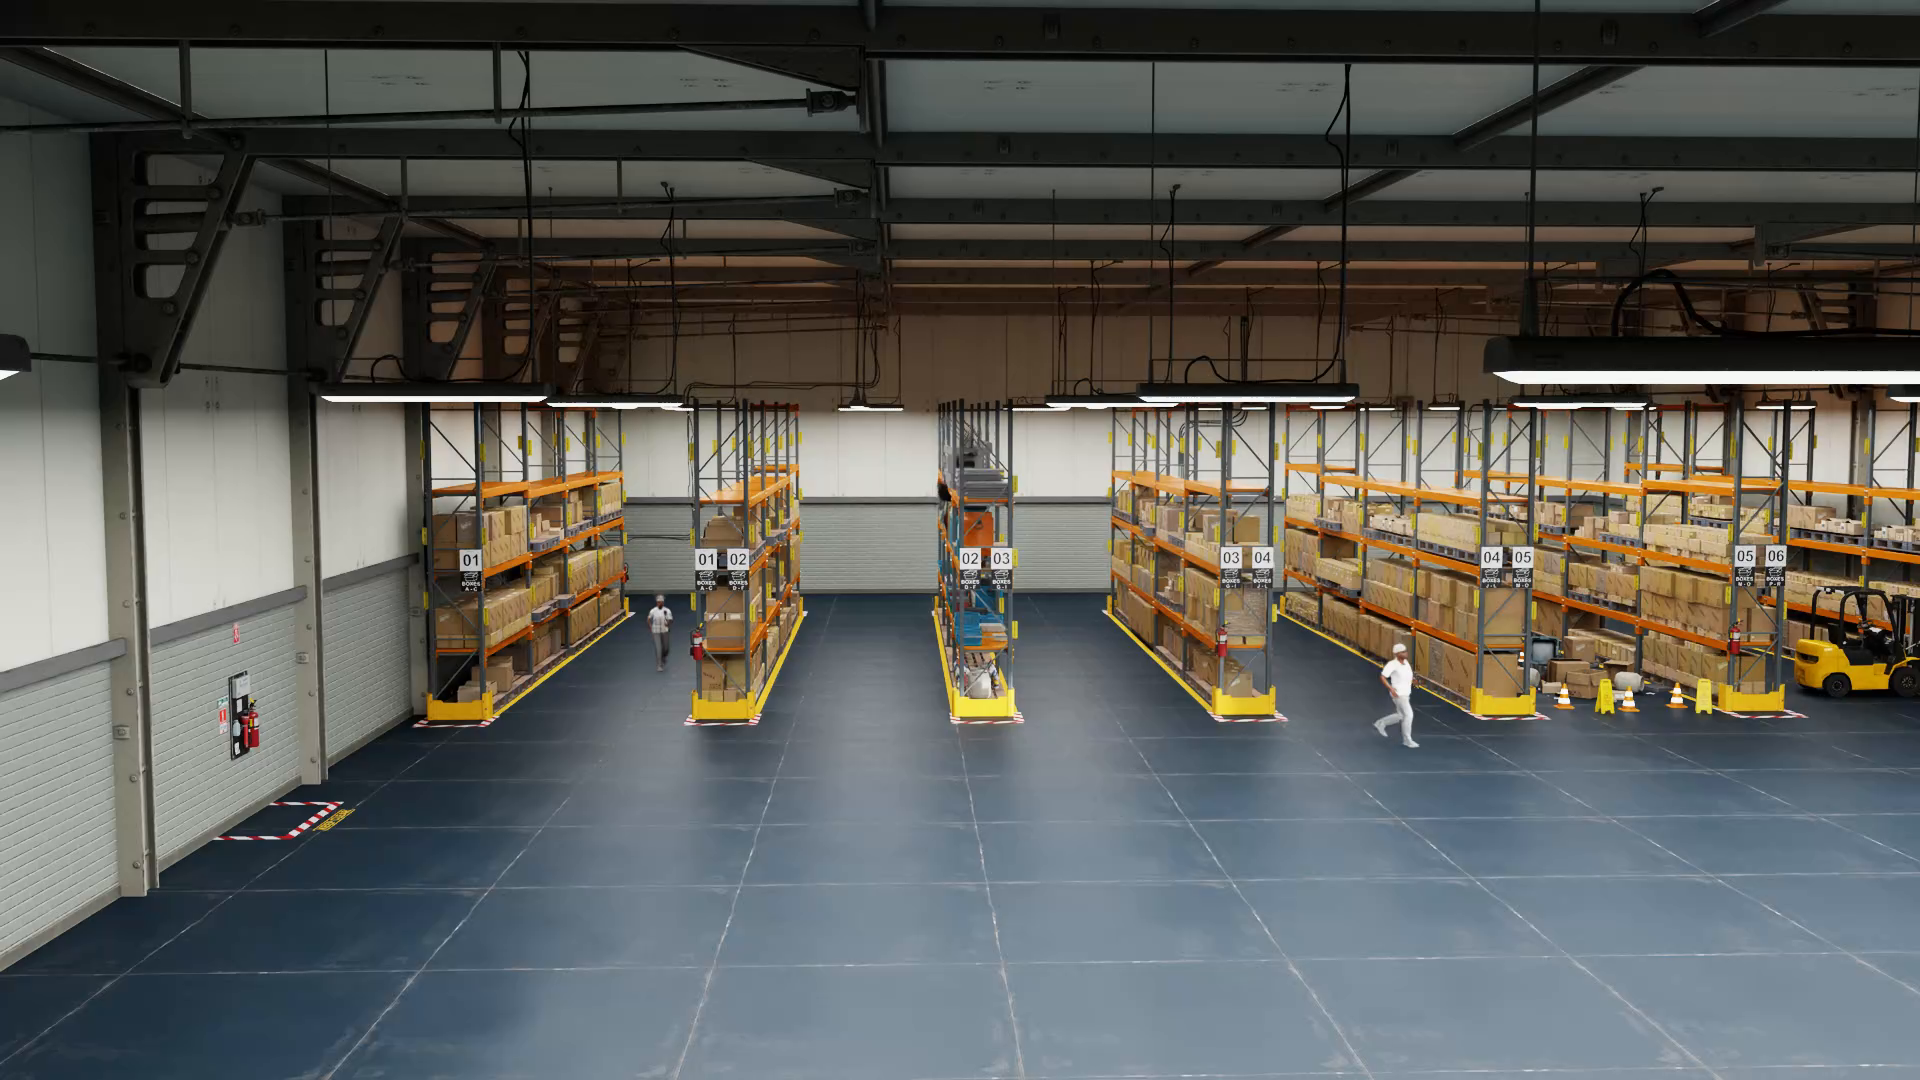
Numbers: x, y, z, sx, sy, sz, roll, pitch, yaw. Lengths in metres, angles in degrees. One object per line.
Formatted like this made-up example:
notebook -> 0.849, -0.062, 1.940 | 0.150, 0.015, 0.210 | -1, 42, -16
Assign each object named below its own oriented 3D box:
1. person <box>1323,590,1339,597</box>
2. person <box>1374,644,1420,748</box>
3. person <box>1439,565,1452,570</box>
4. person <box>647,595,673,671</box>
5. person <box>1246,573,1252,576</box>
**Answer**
person -> 10.706, 1.185, 48.733 | 0.732, 1.660, 0.843 | -3, 5, -36
person -> 7.579, 2.669, 28.763 | 0.844, 1.766, 0.690 | 4, 6, 39
person -> 14.423, 1.180, 49.303 | 0.787, 1.674, 0.696 | 1, 4, 9
person -> -6.702, 2.063, 37.182 | 0.588, 1.667, 0.815 | -1, 4, -13
person -> 8.258, 1.260, 47.587 | 0.679, 1.834, 0.724 | 2, 5, 22
